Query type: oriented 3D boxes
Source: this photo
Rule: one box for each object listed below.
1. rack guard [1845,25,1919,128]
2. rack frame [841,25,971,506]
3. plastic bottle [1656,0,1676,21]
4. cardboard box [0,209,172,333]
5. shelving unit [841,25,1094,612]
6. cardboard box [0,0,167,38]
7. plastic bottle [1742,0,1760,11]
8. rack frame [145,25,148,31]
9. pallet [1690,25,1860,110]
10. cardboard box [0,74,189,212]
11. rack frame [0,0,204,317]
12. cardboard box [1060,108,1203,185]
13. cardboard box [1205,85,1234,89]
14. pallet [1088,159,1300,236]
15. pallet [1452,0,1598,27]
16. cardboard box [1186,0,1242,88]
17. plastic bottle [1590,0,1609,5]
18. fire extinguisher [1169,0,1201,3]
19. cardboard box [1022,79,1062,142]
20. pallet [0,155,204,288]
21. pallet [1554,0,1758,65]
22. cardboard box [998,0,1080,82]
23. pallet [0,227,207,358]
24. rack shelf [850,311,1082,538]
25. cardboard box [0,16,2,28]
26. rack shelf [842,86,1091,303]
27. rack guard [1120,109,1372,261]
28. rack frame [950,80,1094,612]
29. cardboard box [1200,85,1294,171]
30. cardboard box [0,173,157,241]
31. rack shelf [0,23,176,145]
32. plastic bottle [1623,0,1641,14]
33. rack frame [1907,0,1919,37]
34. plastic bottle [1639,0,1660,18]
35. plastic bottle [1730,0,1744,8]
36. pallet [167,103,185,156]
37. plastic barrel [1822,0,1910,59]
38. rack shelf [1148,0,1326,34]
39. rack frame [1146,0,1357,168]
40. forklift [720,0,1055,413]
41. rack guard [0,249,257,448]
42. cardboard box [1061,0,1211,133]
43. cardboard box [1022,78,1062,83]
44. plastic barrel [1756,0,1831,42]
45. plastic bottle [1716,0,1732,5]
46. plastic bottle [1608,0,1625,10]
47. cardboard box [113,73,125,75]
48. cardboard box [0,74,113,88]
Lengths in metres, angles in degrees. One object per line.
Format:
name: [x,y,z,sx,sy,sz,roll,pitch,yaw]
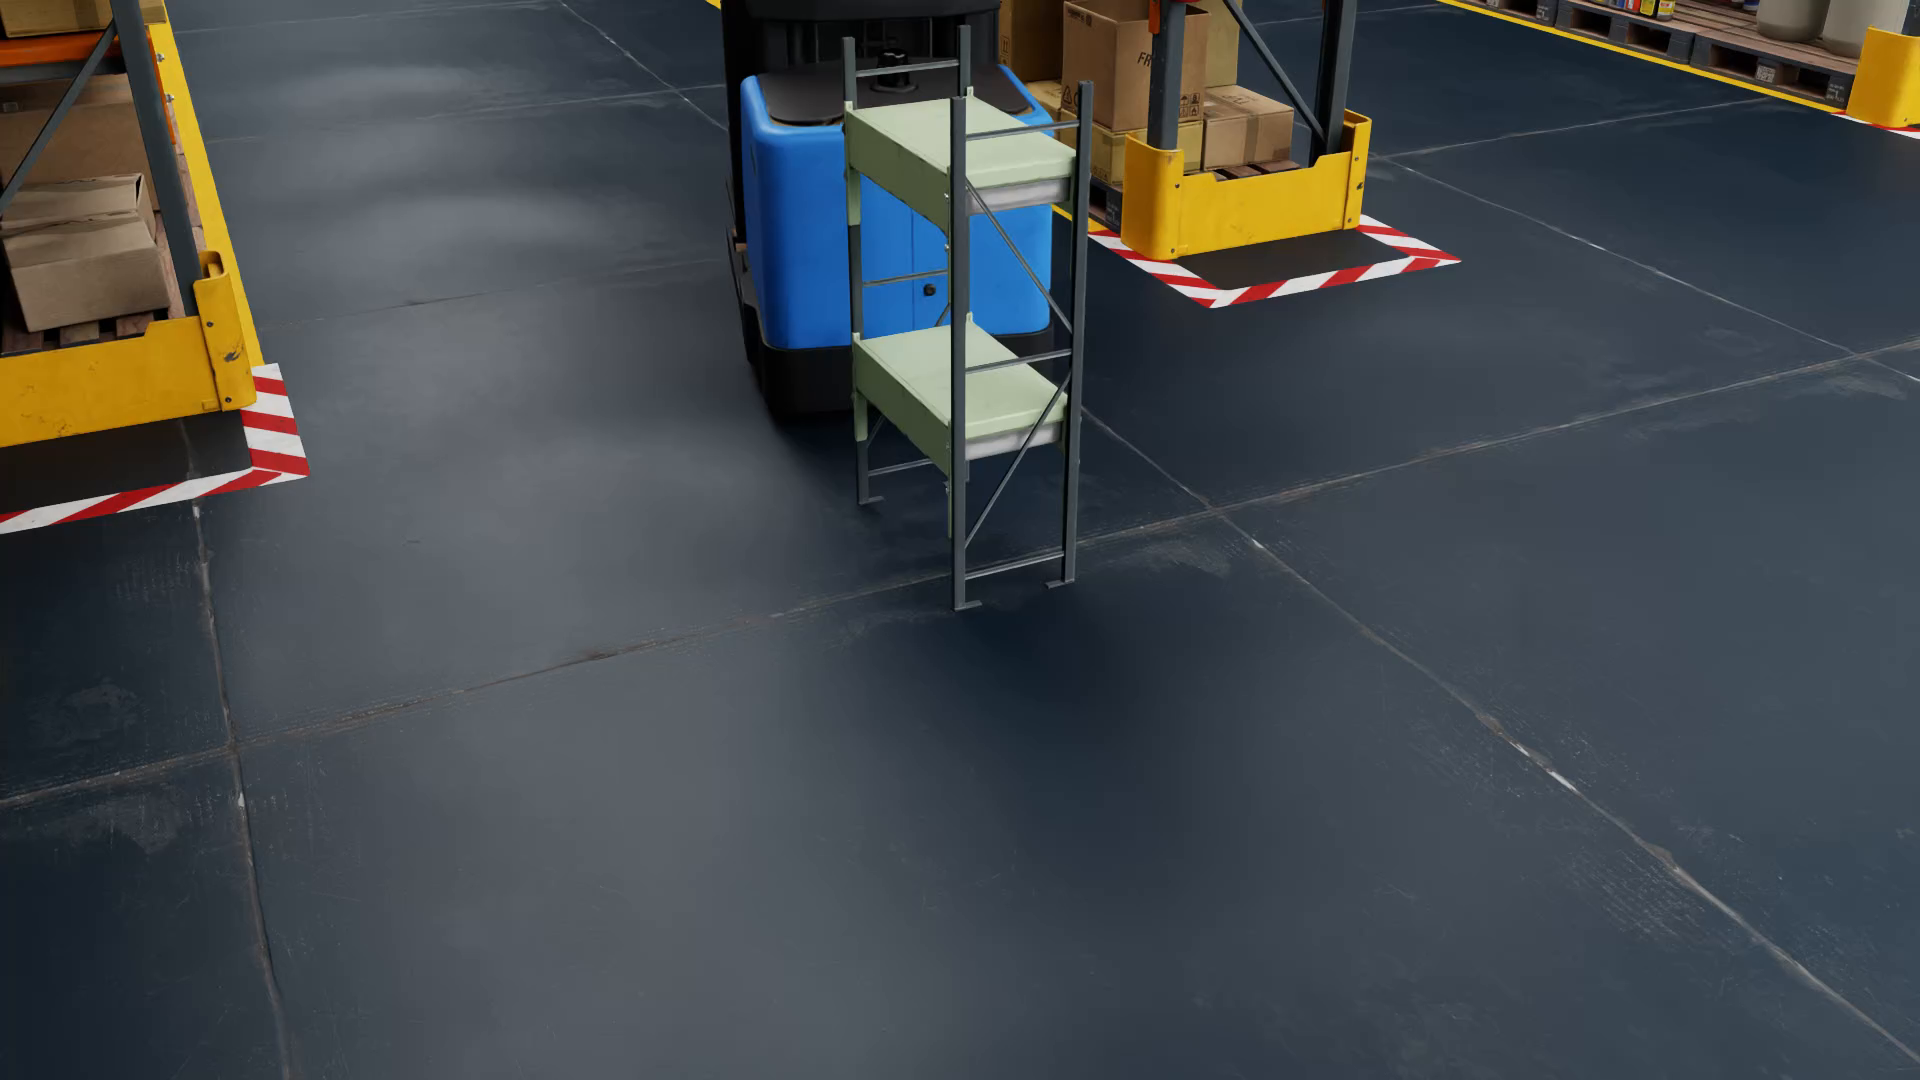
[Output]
rack guard: [5.715,-2.738,9.622,1.175,0.500,0.348,-13,32,-22]
rack frame: [-0.154,-0.813,5.166,0.400,1.500,0.023,-13,32,-22]
plastic bottle: [4.606,-3.496,10.828,0.097,0.201,0.097,0,29,0]
cardboard box: [-3.373,-1.069,6.388,0.500,0.311,0.500,-17,33,-28]
shelving unit: [0.003,-0.651,4.878,0.431,1.500,0.755,-13,32,-22]
cardboard box: [-3.080,-1.950,5.794,0.500,0.250,0.500,-14,32,-23]
plastic bottle: [5.293,-3.673,11.074,0.097,0.271,0.097,0,29,0]
rack frame: [-4.875,-3.492,8.410,1.000,3.000,0.127,-13,32,-22]
pallet: [5.371,-2.972,10.335,1.003,0.211,1.213,-13,32,-22]
cardboard box: [-3.888,-1.737,7.387,0.700,0.500,0.500,-15,33,-25]
rack frame: [-3.158,-1.725,5.259,1.000,3.000,0.127,-13,32,-22]
cardboard box: [0.818,-1.925,7.999,0.500,0.250,0.500,-13,32,-22]
cardboard box: [1.067,-2.254,8.585,0.500,0.250,0.500,-13,32,-22]
pallet: [0.949,-1.879,8.386,1.003,0.211,1.213,-13,32,-22]
pallet: [4.324,-4.050,12.257,1.003,0.211,1.213,-13,32,-22]
cardboard box: [1.069,-2.582,8.402,0.500,0.500,0.500,-13,32,-22]
plastic bottle: [4.388,-3.811,11.239,0.144,0.351,0.185,-12,31,-20]
fire extinguisher: [0.946,-2.583,6.869,0.296,0.674,0.183,-13,32,-22]
cardboard box: [0.592,-2.144,8.388,0.500,0.250,0.500,-13,32,-22]
pallet: [-4.027,-1.447,7.614,1.003,0.211,1.213,-13,32,-22]
pallet: [4.851,-3.511,11.295,1.003,0.211,1.213,-13,32,-22]
cardboard box: [0.373,-2.691,8.597,0.500,0.500,0.500,-13,32,-22]
pallet: [-3.507,-0.908,6.654,1.003,0.211,1.213,-13,32,-22]
rack shelf: [0.003,-0.367,5.037,0.431,0.370,0.720,-13,32,-22]
cardboard box: [-3.533,-1.834,5.587,0.500,0.250,0.500,-13,32,-21]
rack shelf: [0.003,-0.992,4.687,0.431,0.370,0.720,-13,32,-22]
rack guard: [1.325,-1.666,7.710,1.175,0.500,0.348,-13,32,-22]
rack frame: [0.160,-0.490,4.590,0.400,1.500,0.023,-13,32,-22]
cardboard box: [1.285,-2.034,8.193,0.500,0.250,0.500,-13,32,-22]
cardboard box: [-3.618,-1.320,6.837,0.500,0.311,0.500,-10,31,-18]
rack shelf: [-4.016,-2.295,7.011,1.077,0.370,4.000,-13,32,-22]
plastic bottle: [4.522,-3.645,11.019,0.152,0.276,0.135,-13,32,-22]
rack frame: [5.790,-3.805,8.969,1.000,3.000,0.127,-13,32,-22]
plastic bottle: [4.539,-3.579,10.893,0.061,0.283,0.133,-12,32,-21]
plastic bottle: [5.249,-3.688,11.172,0.097,0.201,0.097,0,29,0]
pallet: [-4.555,-1.986,8.576,1.003,0.211,1.213,-13,32,-22]
plastic barrel: [5.438,-3.178,9.964,0.421,0.512,0.421,0,29,0]
rack shelf: [0.456,-3.336,8.869,1.077,0.370,4.000,-13,32,-22]
rack frame: [1.315,-2.767,7.117,1.000,3.000,0.127,-13,32,-22]
forklift: [-0.434,-2.432,6.589,1.130,2.935,3.031,-5,30,-9]
rack guard: [-3.190,-0.668,5.930,1.175,0.500,0.348,-13,32,-22]
cardboard box: [0.816,-2.252,7.814,0.500,0.500,0.500,-13,32,-22]
cardboard box: [0.376,-2.364,8.781,0.500,0.250,0.500,-13,32,-22]
plastic barrel: [5.223,-3.399,10.359,0.421,0.512,0.421,0,29,0]
plastic bottle: [5.212,-3.782,11.256,0.061,0.283,0.133,-13,32,-21]
plastic bottle: [4.463,-3.707,11.128,0.152,0.276,0.135,-14,32,-23]
cardboard box: [-5.206,-2.915,9.488,0.700,0.500,0.500,-12,31,-20]
cardboard box: [-4.393,-2.143,8.111,0.500,0.500,0.500,-16,33,-26]
